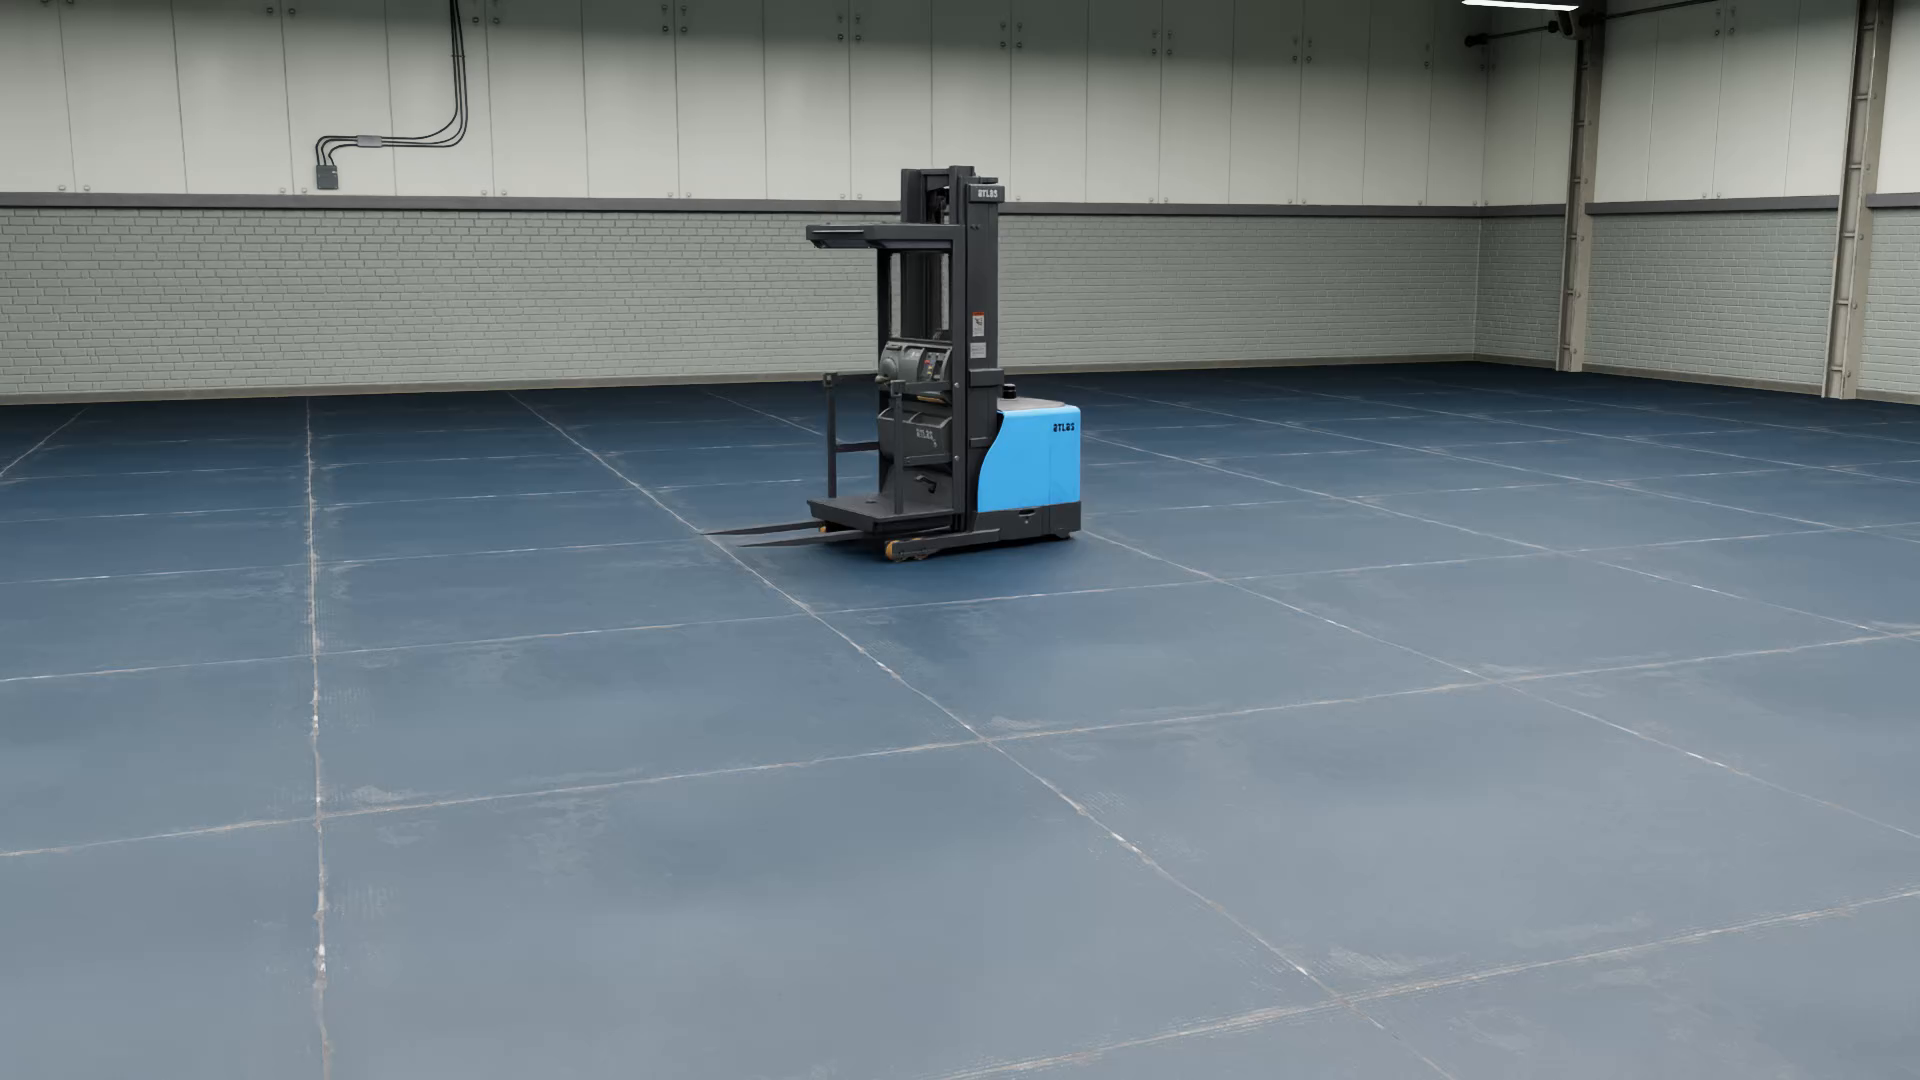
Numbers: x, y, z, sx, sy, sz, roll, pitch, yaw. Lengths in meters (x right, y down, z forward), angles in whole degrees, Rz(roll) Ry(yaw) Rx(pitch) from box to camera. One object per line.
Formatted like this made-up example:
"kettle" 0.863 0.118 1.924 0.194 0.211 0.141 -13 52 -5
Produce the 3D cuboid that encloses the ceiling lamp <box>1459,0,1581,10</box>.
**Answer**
"ceiling lamp" 8.264 -9.548 24.737 2.000 3.185 0.800 -4 11 -21

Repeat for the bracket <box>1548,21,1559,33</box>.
"bracket" 11.005 -9.437 30.502 0.235 0.232 0.430 -4 11 -21

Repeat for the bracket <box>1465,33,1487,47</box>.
"bracket" 10.147 -9.824 32.677 0.235 0.232 0.430 -4 11 -21

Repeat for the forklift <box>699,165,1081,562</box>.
"forklift" -0.522 -1.380 12.810 3.031 2.935 1.130 -7 12 -34

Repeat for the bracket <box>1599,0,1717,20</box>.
"bracket" 12.240 -8.881 27.377 0.076 0.066 4.783 -4 11 -21

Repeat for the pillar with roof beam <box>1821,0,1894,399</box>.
"pillar with roof beam" 9.649 -6.368 23.522 9.100 9.000 0.400 -4 11 -21

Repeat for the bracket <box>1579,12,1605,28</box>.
"bracket" 11.306 -9.302 29.741 0.235 0.232 0.430 -4 11 -21

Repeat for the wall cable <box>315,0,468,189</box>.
"wall cable" -8.853 -8.460 25.575 2.305 6.003 0.169 -4 11 -21

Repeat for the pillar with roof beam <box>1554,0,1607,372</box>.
"pillar with roof beam" 7.474 -7.347 29.028 9.100 9.000 0.548 -4 11 -21

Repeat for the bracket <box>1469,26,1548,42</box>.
"bracket" 10.361 -9.728 32.135 0.076 0.066 3.189 -4 11 -21
